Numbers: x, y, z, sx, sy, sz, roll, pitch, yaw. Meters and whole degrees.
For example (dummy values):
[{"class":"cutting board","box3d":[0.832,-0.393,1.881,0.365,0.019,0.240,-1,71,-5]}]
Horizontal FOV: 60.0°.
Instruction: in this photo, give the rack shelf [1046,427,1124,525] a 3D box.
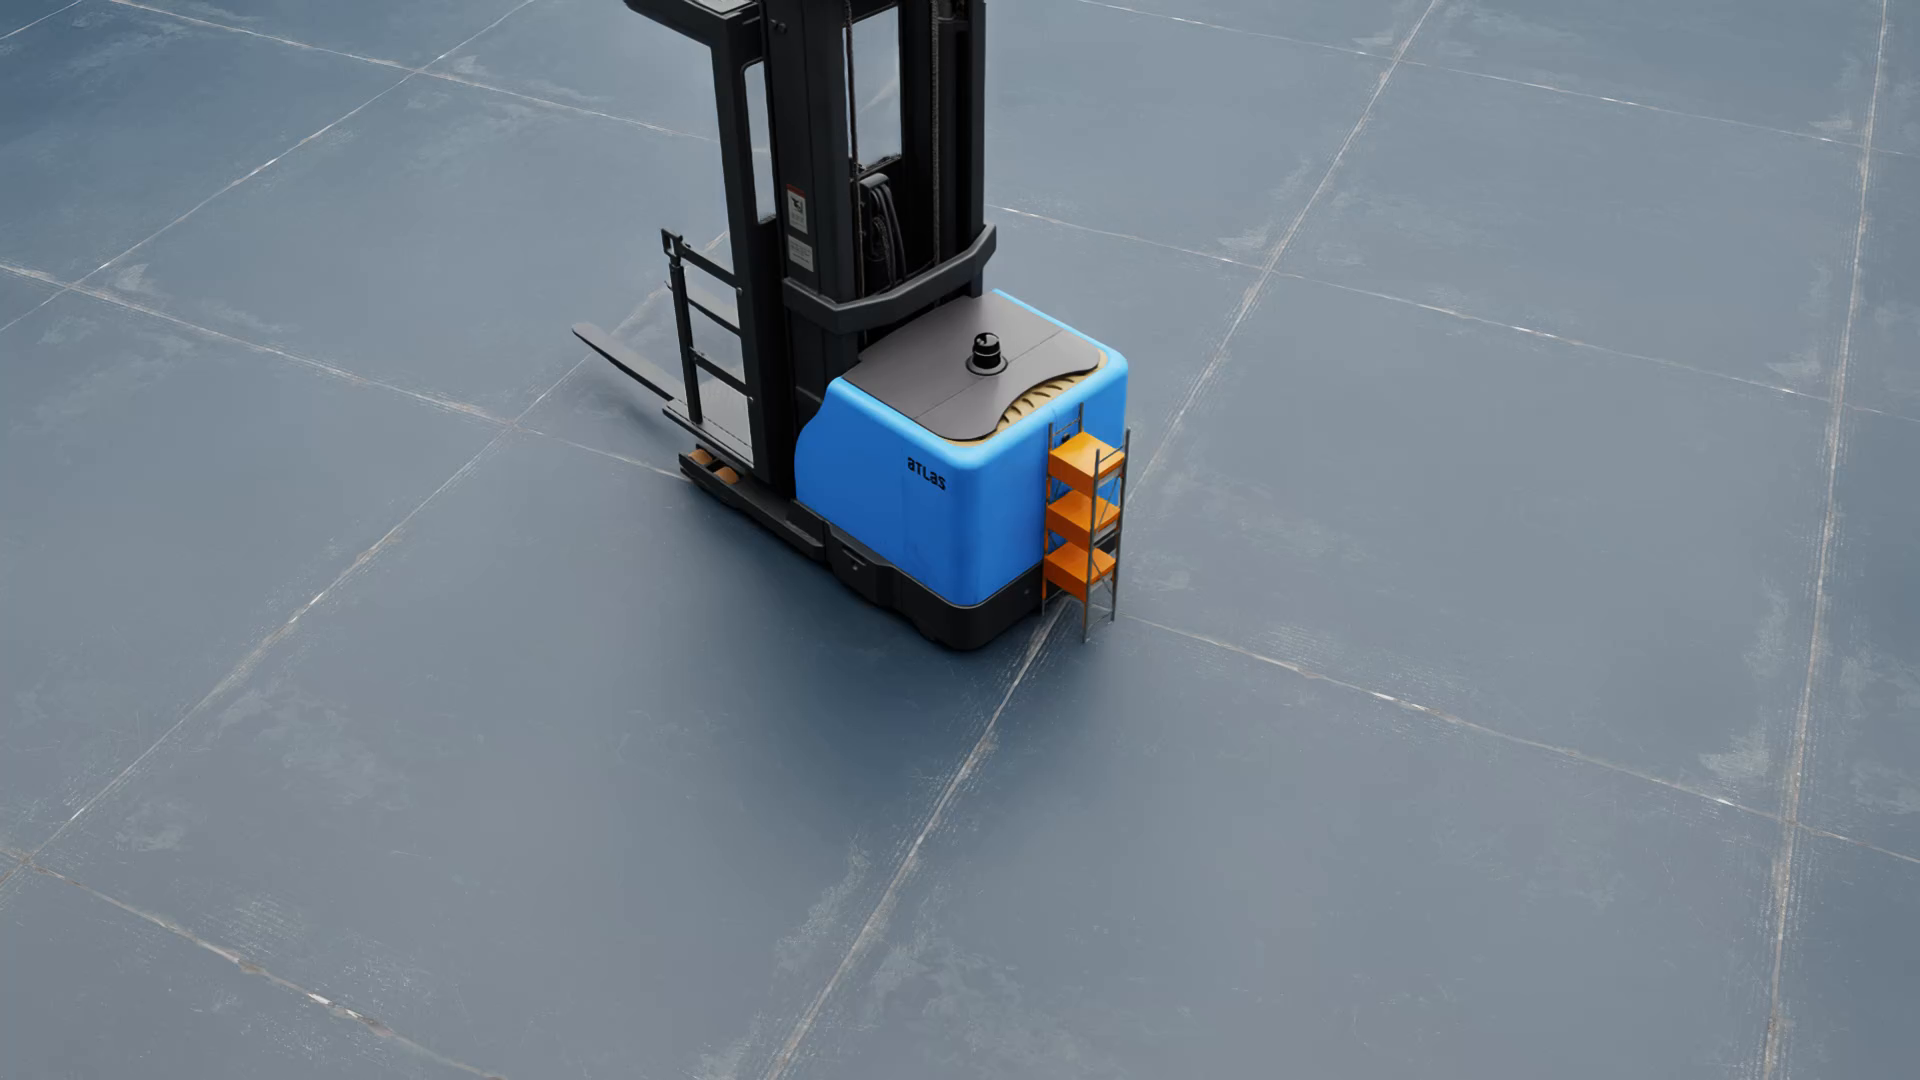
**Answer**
[{"class":"rack shelf","box3d":[0.511,-0.261,6.716,0.240,0.259,0.215,33,51,32]}]

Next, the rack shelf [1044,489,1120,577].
[{"class":"rack shelf","box3d":[0.511,-0.046,6.902,0.240,0.259,0.215,33,51,32]}]

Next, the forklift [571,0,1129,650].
[{"class":"forklift","box3d":[-0.690,-1.501,7.128,3.031,2.935,1.130,33,51,32]}]

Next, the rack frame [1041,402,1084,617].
[{"class":"rack frame","box3d":[0.424,-0.110,6.959,0.008,1.050,0.200,33,51,32]}]

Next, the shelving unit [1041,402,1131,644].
[{"class":"shelving unit","box3d":[0.511,-0.054,6.895,0.252,1.050,0.215,33,51,32]}]

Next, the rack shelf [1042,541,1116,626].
[{"class":"rack shelf","box3d":[0.511,0.164,7.084,0.240,0.259,0.215,33,51,32]}]

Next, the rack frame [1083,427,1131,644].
[{"class":"rack frame","box3d":[0.598,0.002,6.830,0.008,1.050,0.200,33,51,32]}]
